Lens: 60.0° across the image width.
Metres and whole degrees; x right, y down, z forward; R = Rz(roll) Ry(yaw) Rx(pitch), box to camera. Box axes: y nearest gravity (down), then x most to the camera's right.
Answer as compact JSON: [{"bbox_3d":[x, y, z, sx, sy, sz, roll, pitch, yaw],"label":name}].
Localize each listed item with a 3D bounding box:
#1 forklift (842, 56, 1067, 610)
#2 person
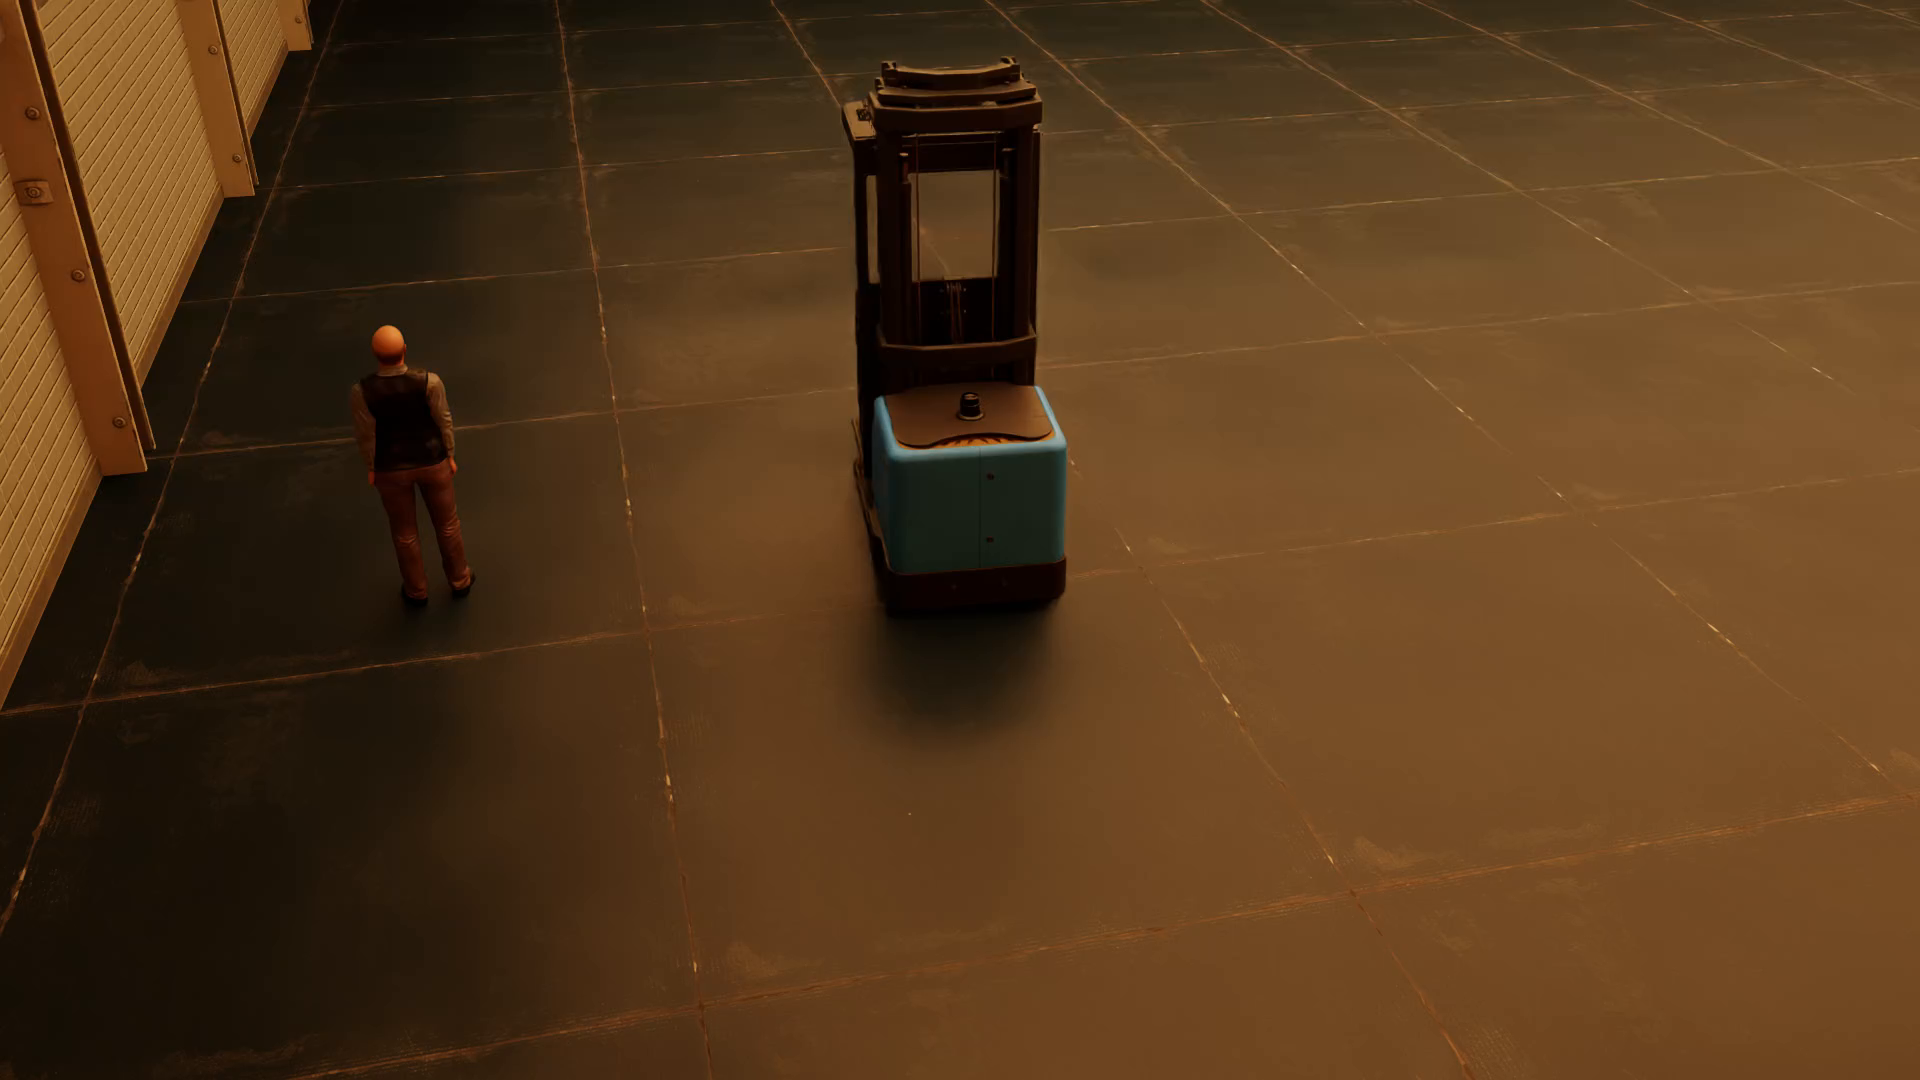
[{"bbox_3d":[-0.116,-1.582,10.308,1.130,2.935,3.031,-4,30,-8],"label":"forklift"},{"bbox_3d":[-3.144,-0.427,9.522,0.526,1.725,0.368,-11,32,-18],"label":"person"}]
